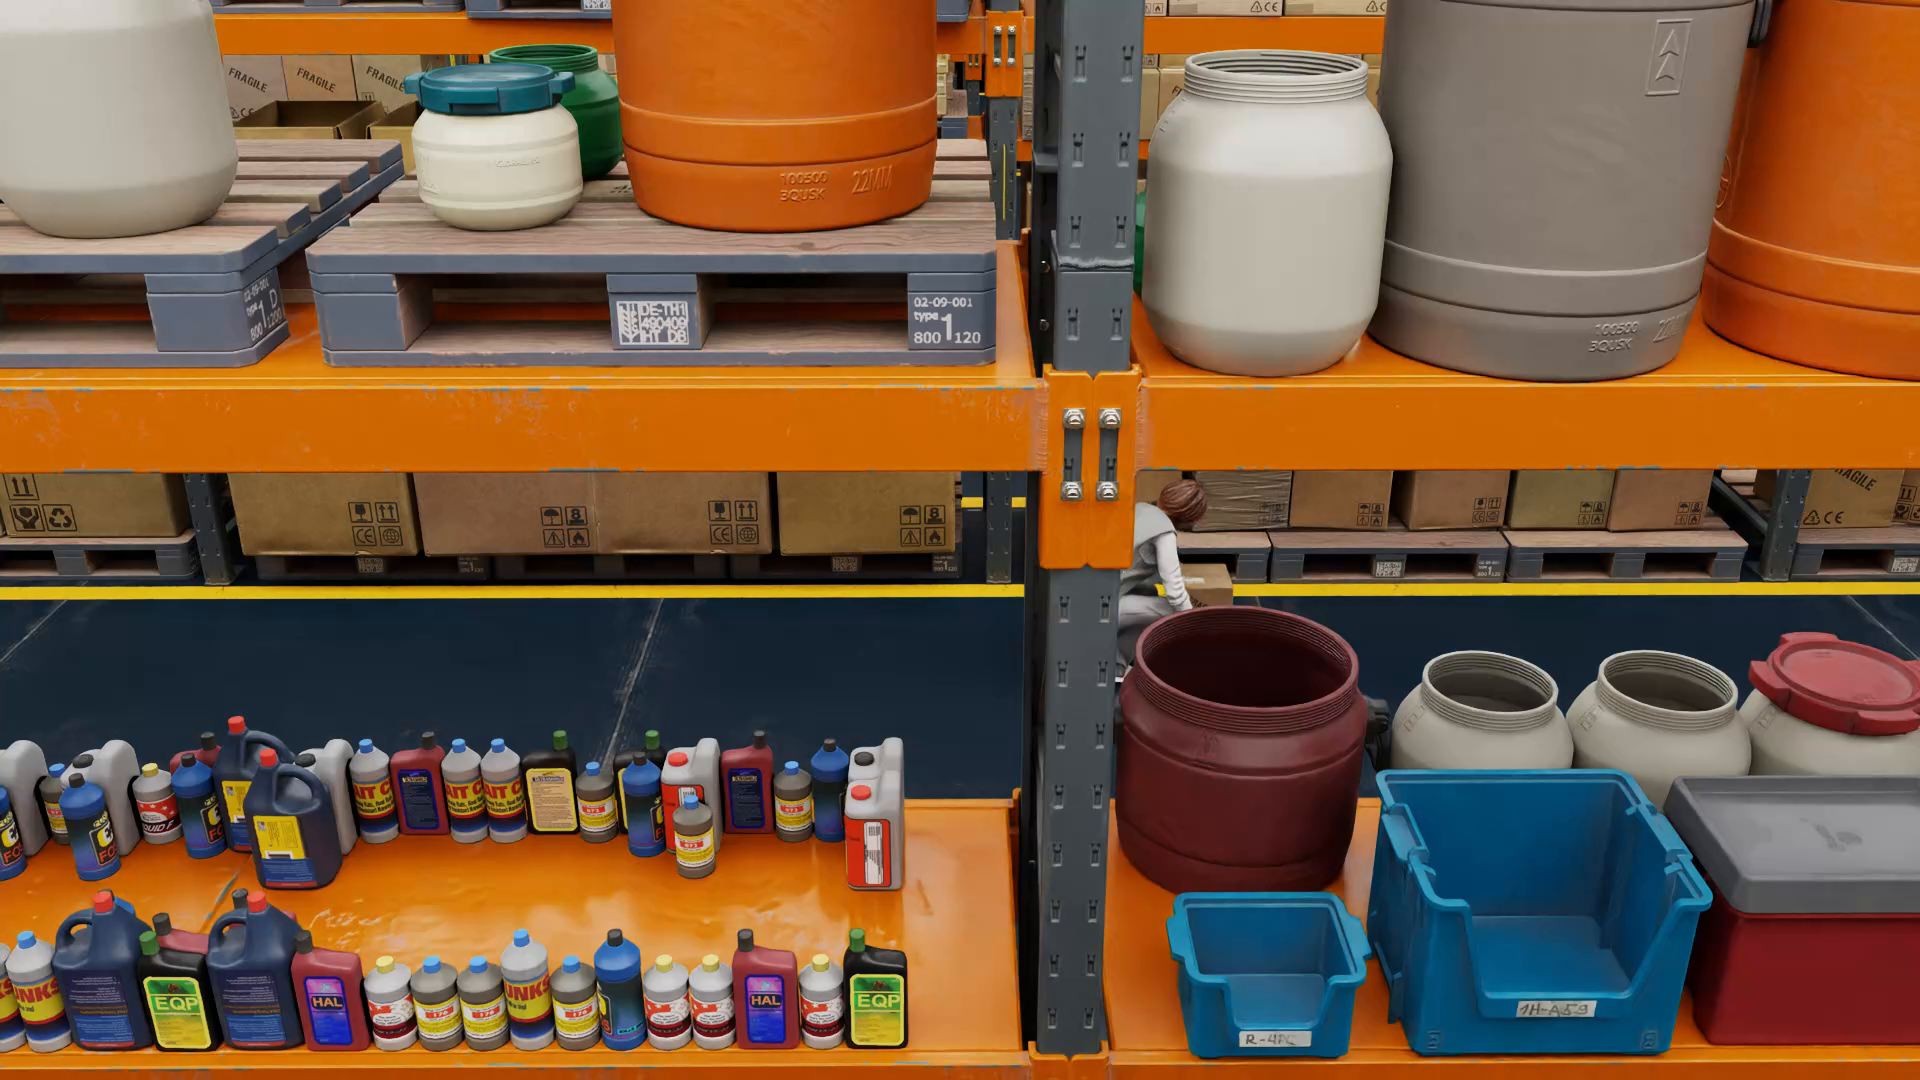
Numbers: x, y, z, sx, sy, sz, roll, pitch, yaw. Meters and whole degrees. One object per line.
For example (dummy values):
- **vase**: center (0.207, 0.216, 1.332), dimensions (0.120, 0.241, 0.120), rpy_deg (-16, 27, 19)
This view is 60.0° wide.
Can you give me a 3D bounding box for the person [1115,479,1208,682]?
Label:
- **person**: center (0.813, 0.196, 7.547), dimensions (0.807, 0.894, 0.453), rpy_deg (-5, 25, -11)
